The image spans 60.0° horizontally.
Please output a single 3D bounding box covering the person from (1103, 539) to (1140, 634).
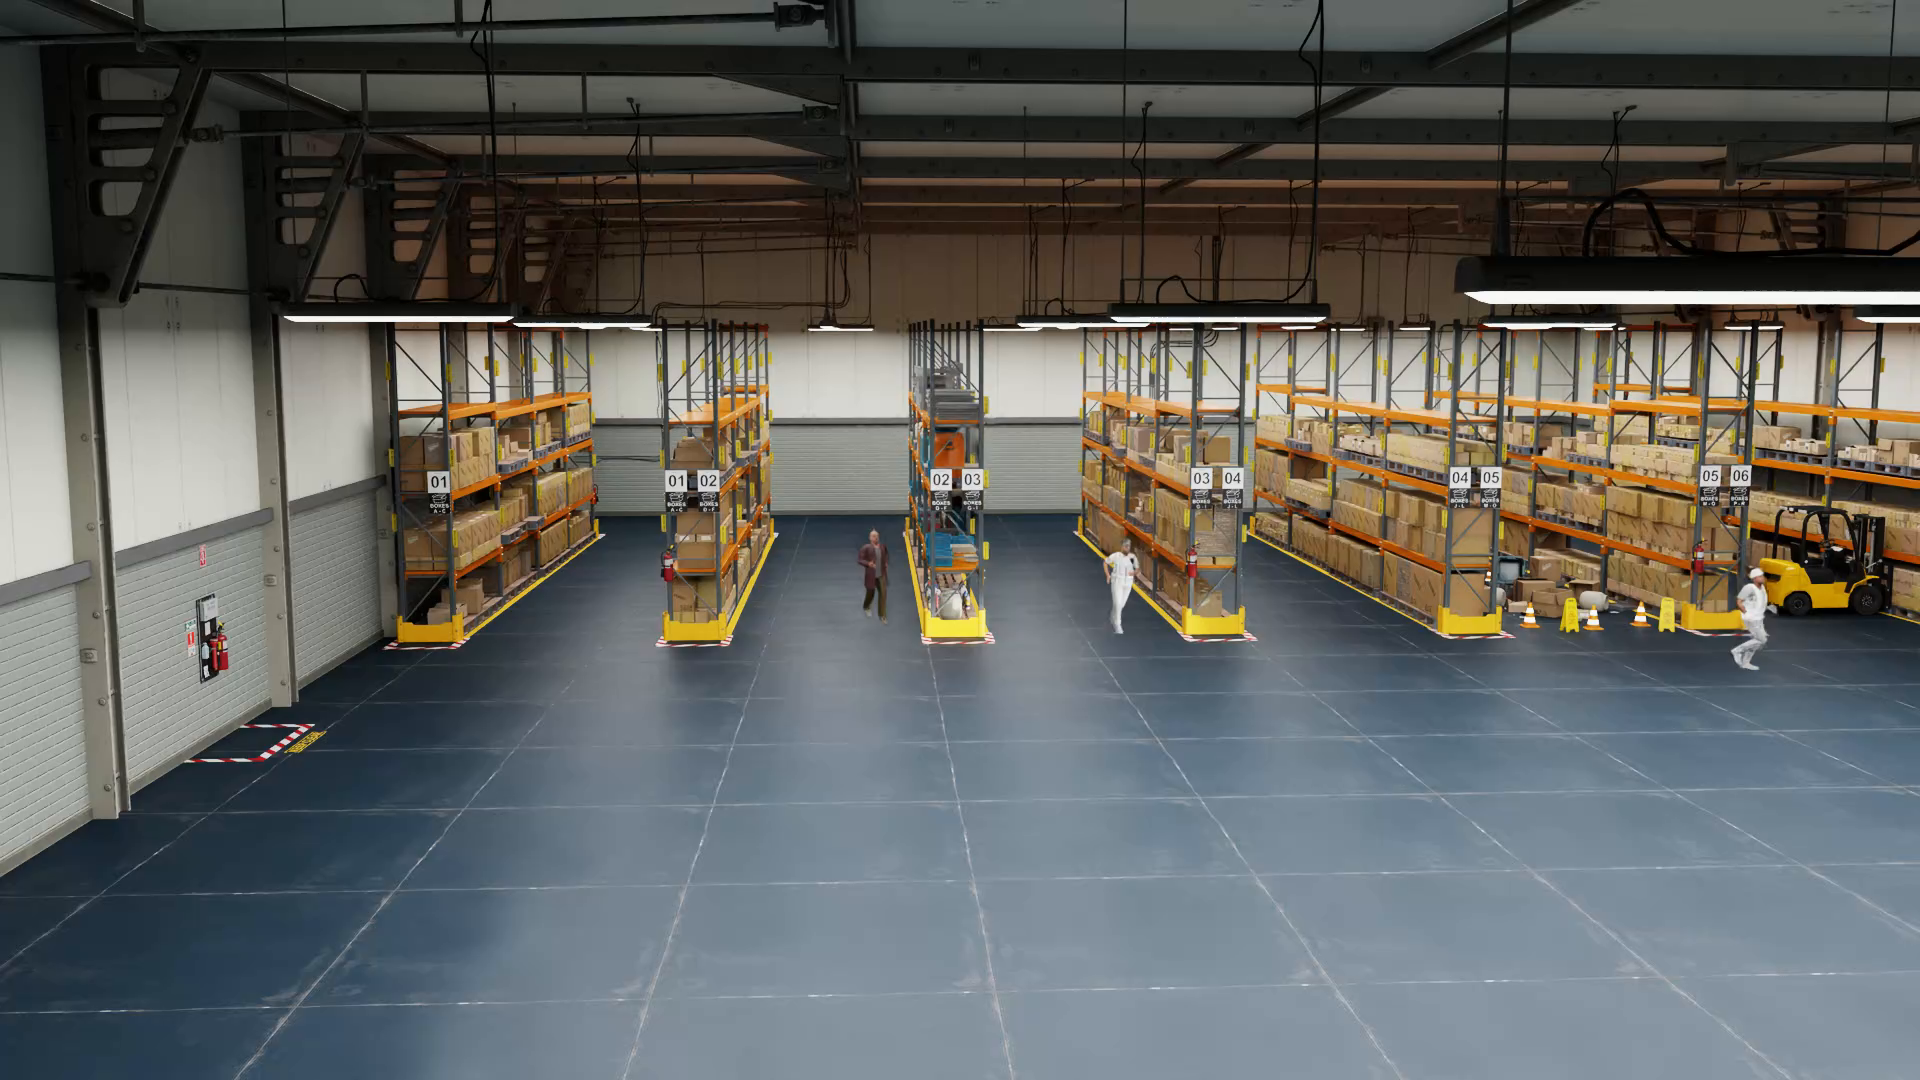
[{"bbox_3d":[3.155,0.879,32.296,0.673,1.821,0.890,-2,7,-16],"label":"person"}]

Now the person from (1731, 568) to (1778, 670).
[{"bbox_3d":[13.610,1.352,28.445,0.618,1.746,0.666,7,10,43],"label":"person"}]

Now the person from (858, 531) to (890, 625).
[{"bbox_3d":[-1.654,0.705,32.423,0.710,1.788,1.036,-3,8,-23],"label":"person"}]
